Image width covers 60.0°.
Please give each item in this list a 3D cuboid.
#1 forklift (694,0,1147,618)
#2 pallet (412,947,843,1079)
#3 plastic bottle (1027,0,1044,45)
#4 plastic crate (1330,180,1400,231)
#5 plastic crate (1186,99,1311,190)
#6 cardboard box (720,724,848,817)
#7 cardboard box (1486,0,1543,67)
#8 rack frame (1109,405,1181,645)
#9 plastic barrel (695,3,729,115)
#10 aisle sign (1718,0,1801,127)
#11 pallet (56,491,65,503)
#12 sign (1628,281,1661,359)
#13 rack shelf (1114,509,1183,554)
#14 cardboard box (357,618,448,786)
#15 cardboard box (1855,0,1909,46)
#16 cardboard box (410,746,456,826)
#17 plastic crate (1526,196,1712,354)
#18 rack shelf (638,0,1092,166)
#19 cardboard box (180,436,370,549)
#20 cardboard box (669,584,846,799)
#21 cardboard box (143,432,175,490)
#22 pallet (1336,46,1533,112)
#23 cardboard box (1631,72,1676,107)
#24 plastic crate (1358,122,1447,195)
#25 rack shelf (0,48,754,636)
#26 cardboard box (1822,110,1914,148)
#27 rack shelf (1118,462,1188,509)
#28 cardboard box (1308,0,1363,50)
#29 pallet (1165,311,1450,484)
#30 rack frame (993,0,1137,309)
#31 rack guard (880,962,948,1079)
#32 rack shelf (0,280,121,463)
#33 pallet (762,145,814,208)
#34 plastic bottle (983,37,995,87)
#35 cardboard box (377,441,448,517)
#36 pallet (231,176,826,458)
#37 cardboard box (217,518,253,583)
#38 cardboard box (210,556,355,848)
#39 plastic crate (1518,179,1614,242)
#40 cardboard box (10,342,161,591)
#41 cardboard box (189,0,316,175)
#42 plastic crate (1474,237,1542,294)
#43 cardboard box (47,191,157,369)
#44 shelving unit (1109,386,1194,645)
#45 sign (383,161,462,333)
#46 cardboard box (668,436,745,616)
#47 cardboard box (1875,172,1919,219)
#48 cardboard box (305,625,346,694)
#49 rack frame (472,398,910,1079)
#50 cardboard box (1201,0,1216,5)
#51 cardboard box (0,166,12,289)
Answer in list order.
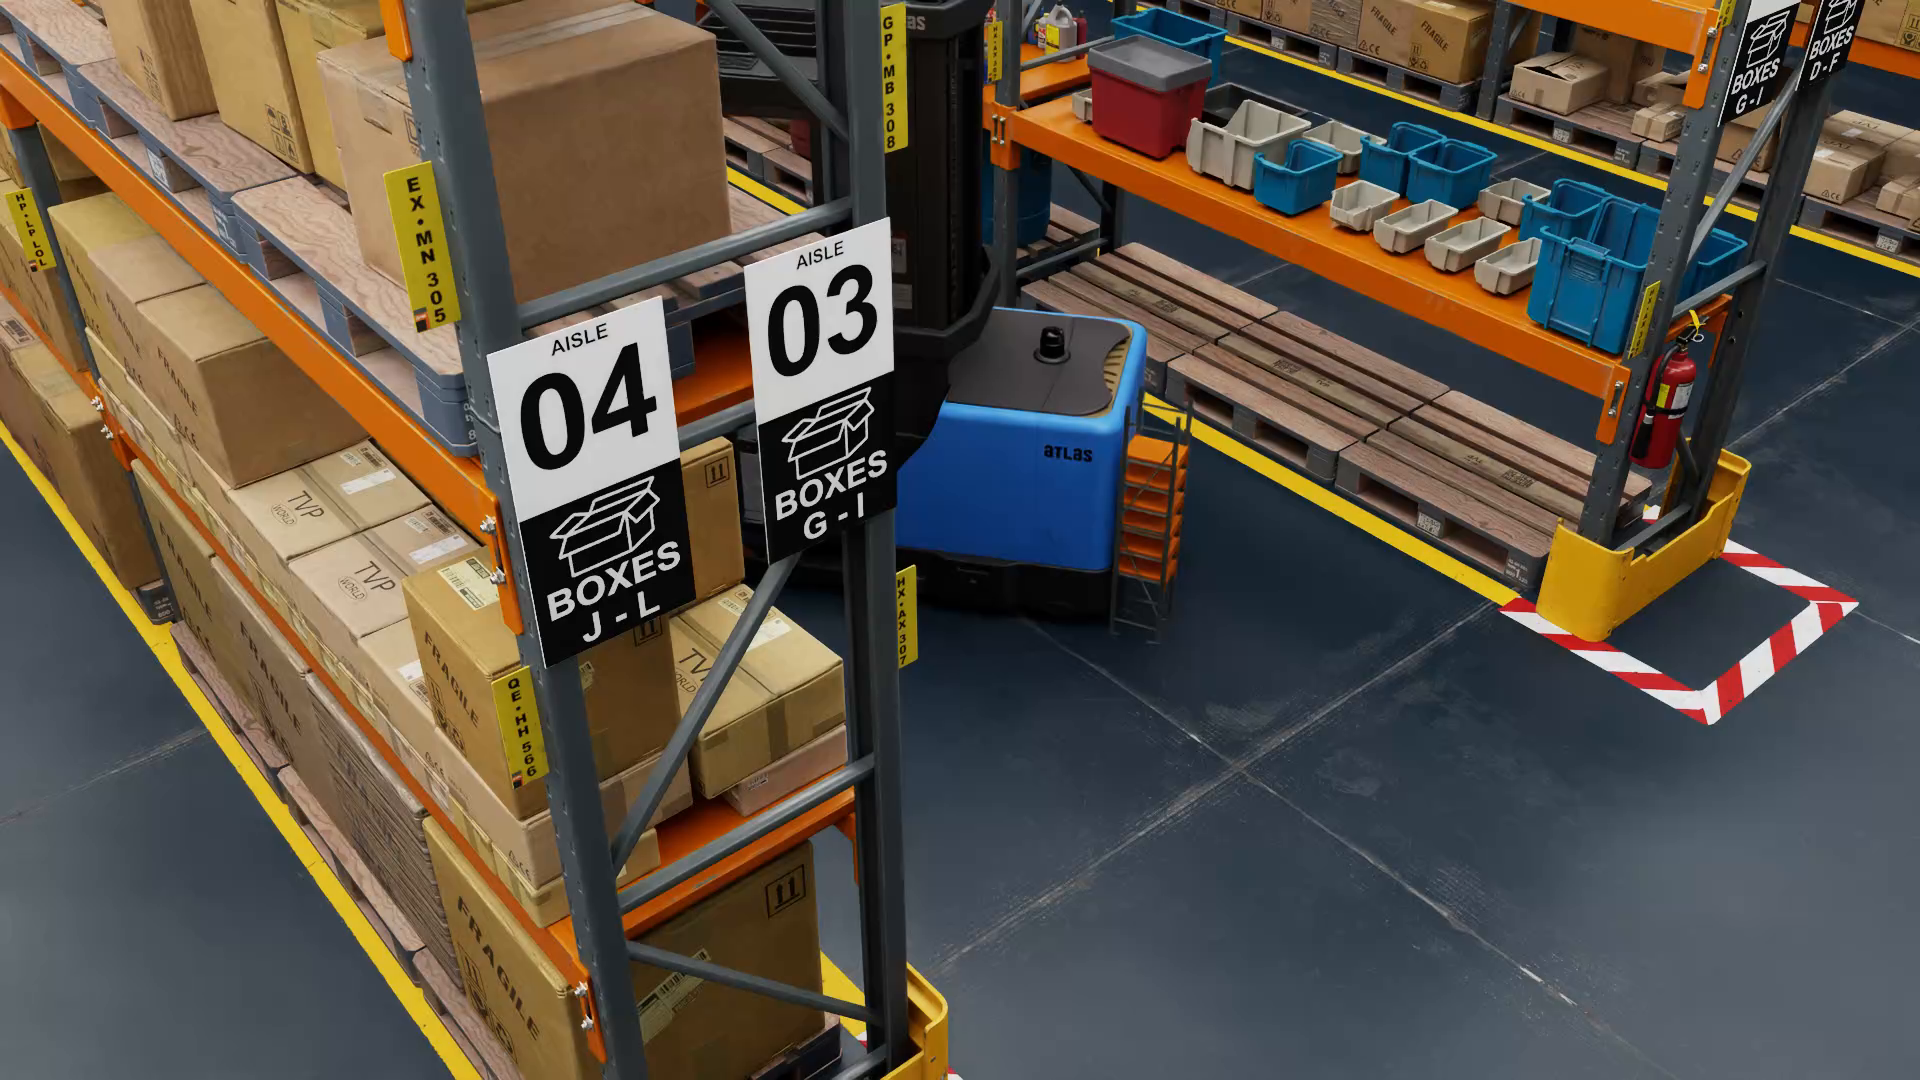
[{"bbox_3d":[-0.675,-1.268,7.504,3.031,2.935,1.130,7,36,10],"label":"forklift"},{"bbox_3d":[-1.161,1.621,5.778,1.003,0.211,1.213,-26,43,-32],"label":"pallet"},{"bbox_3d":[0.469,-3.221,10.314,0.097,0.271,0.097,0,35,0],"label":"plastic bottle"},{"bbox_3d":[1.954,-1.621,8.119,0.298,0.136,0.250,-26,43,-32],"label":"plastic crate"},{"bbox_3d":[1.462,-2.040,8.585,0.437,0.282,0.530,-26,43,-32],"label":"plastic crate"},{"bbox_3d":[-0.562,0.630,4.983,0.380,0.149,0.250,-25,43,-31],"label":"cardboard box"},{"bbox_3d":[4.277,-4.116,13.248,0.500,0.500,0.500,-28,44,-34],"label":"cardboard box"},{"bbox_3d":[0.800,-0.043,7.268,0.240,1.200,0.006,14,37,19],"label":"rack frame"},{"bbox_3d":[-1.636,-3.648,12.320,0.600,0.830,0.708,-26,43,-32],"label":"plastic barrel"},{"bbox_3d":[3.021,-1.960,6.173,0.394,0.787,0.004,-26,43,-32],"label":"aisle sign"},{"bbox_3d":[-4.514,-0.672,9.017,1.003,0.211,1.213,-26,43,-32],"label":"pallet"},{"bbox_3d":[2.788,-0.894,6.776,0.100,0.325,0.005,-26,43,-32],"label":"sign"},{"bbox_3d":[0.836,-0.054,7.362,0.258,0.103,0.180,14,37,19],"label":"rack shelf"},{"bbox_3d":[-1.428,0.408,4.951,0.500,0.250,0.500,-27,43,-33],"label":"cardboard box"},{"bbox_3d":[5.832,-3.473,10.472,0.500,0.500,0.500,-26,43,-31],"label":"cardboard box"},{"bbox_3d":[-1.398,0.649,4.955,0.380,0.149,0.250,-26,43,-32],"label":"cardboard box"},{"bbox_3d":[2.839,-1.157,7.206,0.616,0.435,0.499,-26,43,-32],"label":"plastic crate"},{"bbox_3d":[-0.674,-3.396,11.072,1.077,0.370,4.000,-26,43,-32],"label":"rack shelf"},{"bbox_3d":[-2.408,-0.266,5.903,0.500,0.250,0.500,-25,42,-31],"label":"cardboard box"},{"bbox_3d":[-0.689,0.434,4.914,0.500,0.250,0.500,-27,43,-33],"label":"cardboard box"},{"bbox_3d":[-2.890,-0.370,6.394,0.380,0.149,0.250,-25,42,-30],"label":"cardboard box"},{"bbox_3d":[3.849,-3.859,13.516,1.003,0.211,1.213,-26,43,-32],"label":"pallet"},{"bbox_3d":[5.275,-3.379,12.512,0.380,0.149,0.250,-26,43,-32],"label":"cardboard box"},{"bbox_3d":[2.247,-1.942,8.490,0.416,0.233,0.300,-26,43,-32],"label":"plastic crate"},{"bbox_3d":[-1.876,-1.006,5.103,1.077,0.370,4.000,-26,43,-32],"label":"rack shelf"},{"bbox_3d":[6.205,-2.731,11.509,0.500,0.250,0.500,-26,43,-32],"label":"cardboard box"},{"bbox_3d":[0.838,-0.251,7.225,0.258,0.103,0.180,14,37,19],"label":"rack shelf"},{"bbox_3d":[3.230,-4.365,13.601,0.500,0.500,0.500,-25,43,-31],"label":"cardboard box"},{"bbox_3d":[1.913,-0.819,9.224,1.003,0.211,1.213,-26,43,-32],"label":"pallet"},{"bbox_3d":[0.617,-2.806,9.617,1.000,3.000,0.127,-26,43,-32],"label":"rack frame"},{"bbox_3d":[-0.570,1.838,5.223,1.175,0.500,0.348,-26,43,-32],"label":"rack guard"},{"bbox_3d":[-4.457,-1.548,8.463,1.077,0.370,4.000,-26,43,-32],"label":"rack shelf"},{"bbox_3d":[-0.641,-2.563,11.687,1.003,0.211,1.213,-26,43,-32],"label":"pallet"},{"bbox_3d":[0.116,-2.809,9.728,0.152,0.276,0.135,-26,43,-32],"label":"plastic bottle"},{"bbox_3d":[-1.692,-0.244,5.872,0.500,0.250,0.500,-27,43,-33],"label":"cardboard box"},{"bbox_3d":[-1.072,-0.704,4.131,1.003,0.211,1.213,-26,43,-32],"label":"pallet"},{"bbox_3d":[-2.393,-0.030,5.914,0.380,0.149,0.250,-25,43,-31],"label":"cardboard box"},{"bbox_3d":[-2.221,0.455,6.487,0.875,0.875,0.875,-26,43,-32],"label":"cardboard box"},{"bbox_3d":[2.866,-1.519,7.892,0.416,0.233,0.300,-26,43,-32],"label":"plastic crate"},{"bbox_3d":[-3.595,-0.538,7.890,1.225,0.875,0.875,-26,43,-32],"label":"cardboard box"},{"bbox_3d":[-1.604,-1.383,4.476,0.700,0.500,0.500,-29,45,-35],"label":"cardboard box"},{"bbox_3d":[2.534,-1.250,7.595,0.396,0.136,0.243,-26,43,-32],"label":"plastic crate"},{"bbox_3d":[-3.053,-1.018,6.316,0.500,0.500,0.500,-26,43,-32],"label":"cardboard box"},{"bbox_3d":[0.836,-0.091,7.337,0.258,1.200,0.189,14,37,19],"label":"shelving unit"},{"bbox_3d":[-1.009,-0.550,3.138,0.100,0.325,0.005,-26,43,-32],"label":"sign"},{"bbox_3d":[-1.012,-0.092,5.009,0.500,0.500,0.500,-27,43,-33],"label":"cardboard box"},{"bbox_3d":[6.253,-2.270,10.931,0.380,0.166,0.250,-26,43,-32],"label":"cardboard box"},{"bbox_3d":[-1.895,0.311,5.434,0.380,0.149,0.250,-26,43,-32],"label":"cardboard box"},{"bbox_3d":[-0.585,0.807,4.515,1.000,3.000,0.127,-26,43,-32],"label":"rack frame"},{"bbox_3d":[2.240,-5.041,14.555,0.500,0.500,0.500,-28,44,-33],"label":"cardboard box"},{"bbox_3d":[-4.334,-1.553,7.762,0.500,0.500,0.500,-27,43,-32],"label":"cardboard box"}]
